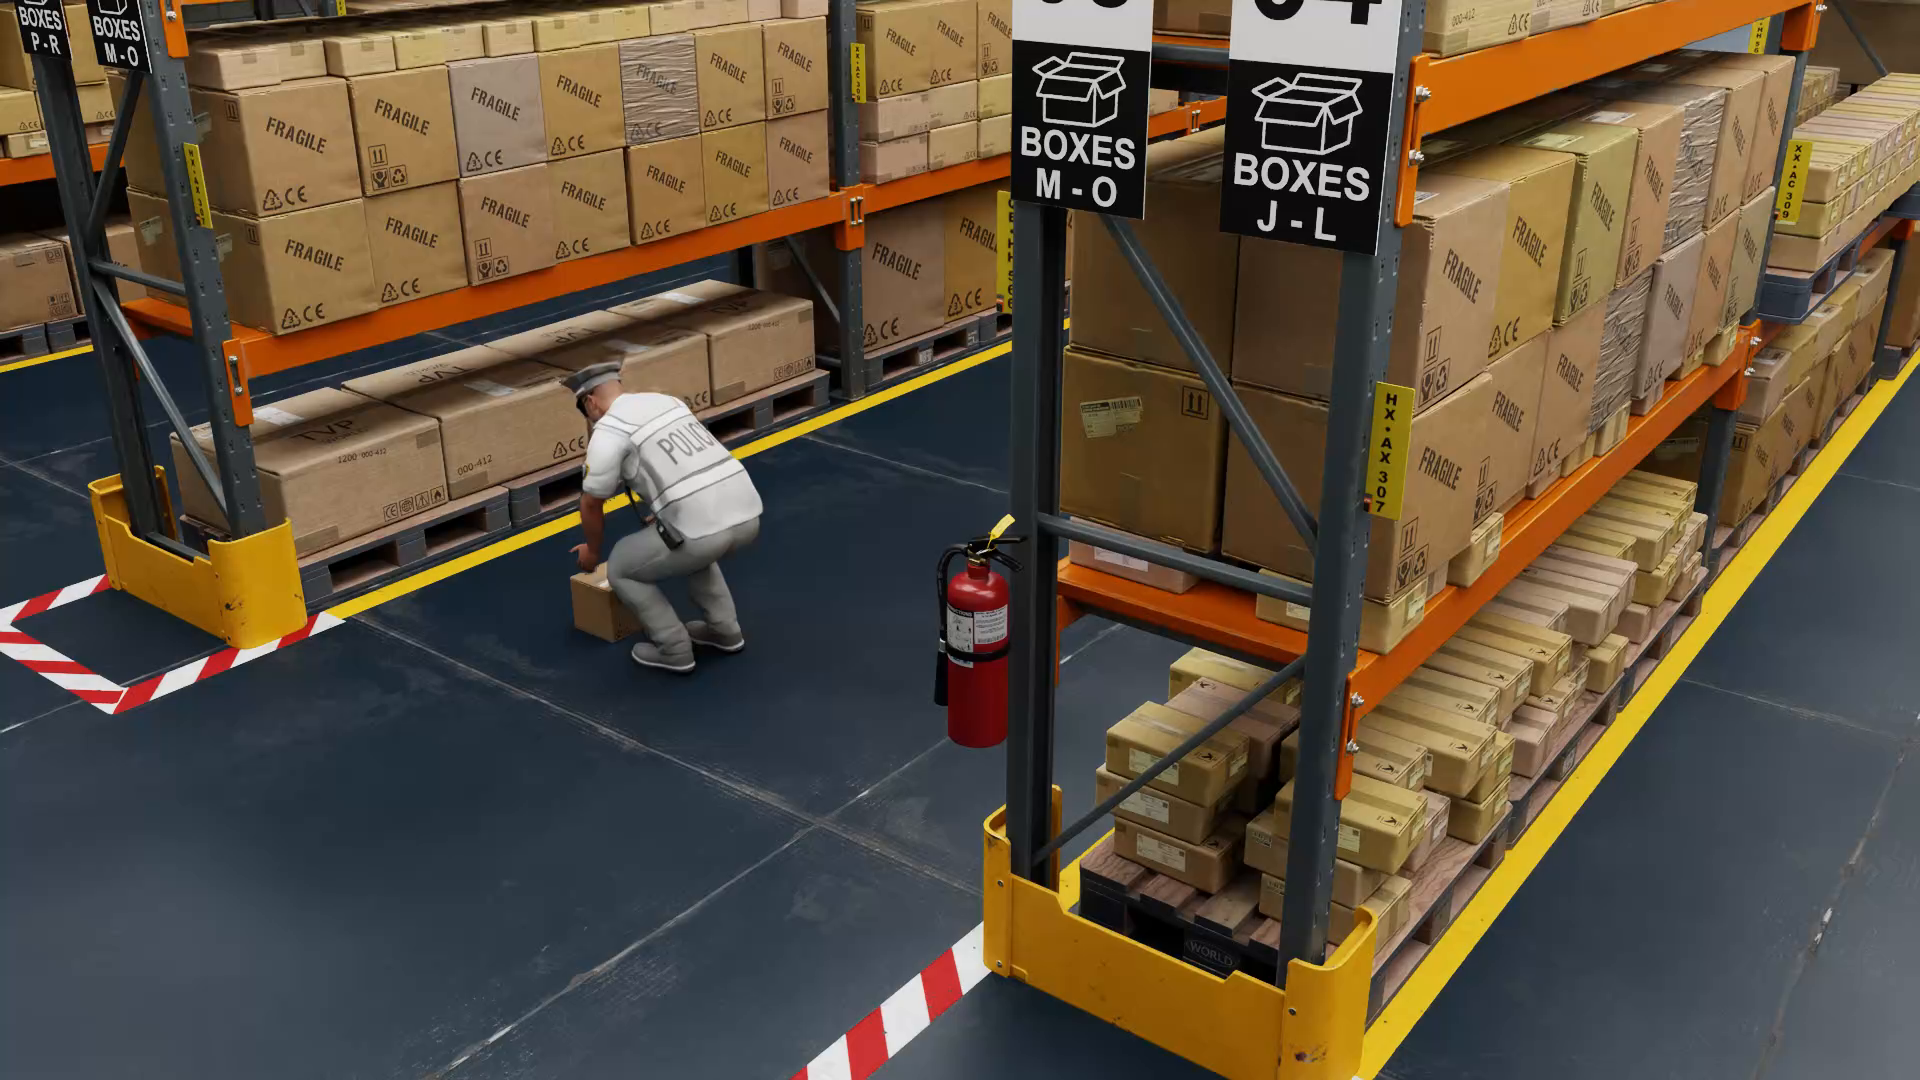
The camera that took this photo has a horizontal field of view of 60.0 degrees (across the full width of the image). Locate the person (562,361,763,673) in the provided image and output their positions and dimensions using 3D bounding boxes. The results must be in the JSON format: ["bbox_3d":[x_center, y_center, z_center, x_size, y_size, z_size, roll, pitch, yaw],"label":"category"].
[{"bbox_3d":[-1.252,-0.091,6.930,0.879,1.258,0.583,17,28,33],"label":"person"}]
